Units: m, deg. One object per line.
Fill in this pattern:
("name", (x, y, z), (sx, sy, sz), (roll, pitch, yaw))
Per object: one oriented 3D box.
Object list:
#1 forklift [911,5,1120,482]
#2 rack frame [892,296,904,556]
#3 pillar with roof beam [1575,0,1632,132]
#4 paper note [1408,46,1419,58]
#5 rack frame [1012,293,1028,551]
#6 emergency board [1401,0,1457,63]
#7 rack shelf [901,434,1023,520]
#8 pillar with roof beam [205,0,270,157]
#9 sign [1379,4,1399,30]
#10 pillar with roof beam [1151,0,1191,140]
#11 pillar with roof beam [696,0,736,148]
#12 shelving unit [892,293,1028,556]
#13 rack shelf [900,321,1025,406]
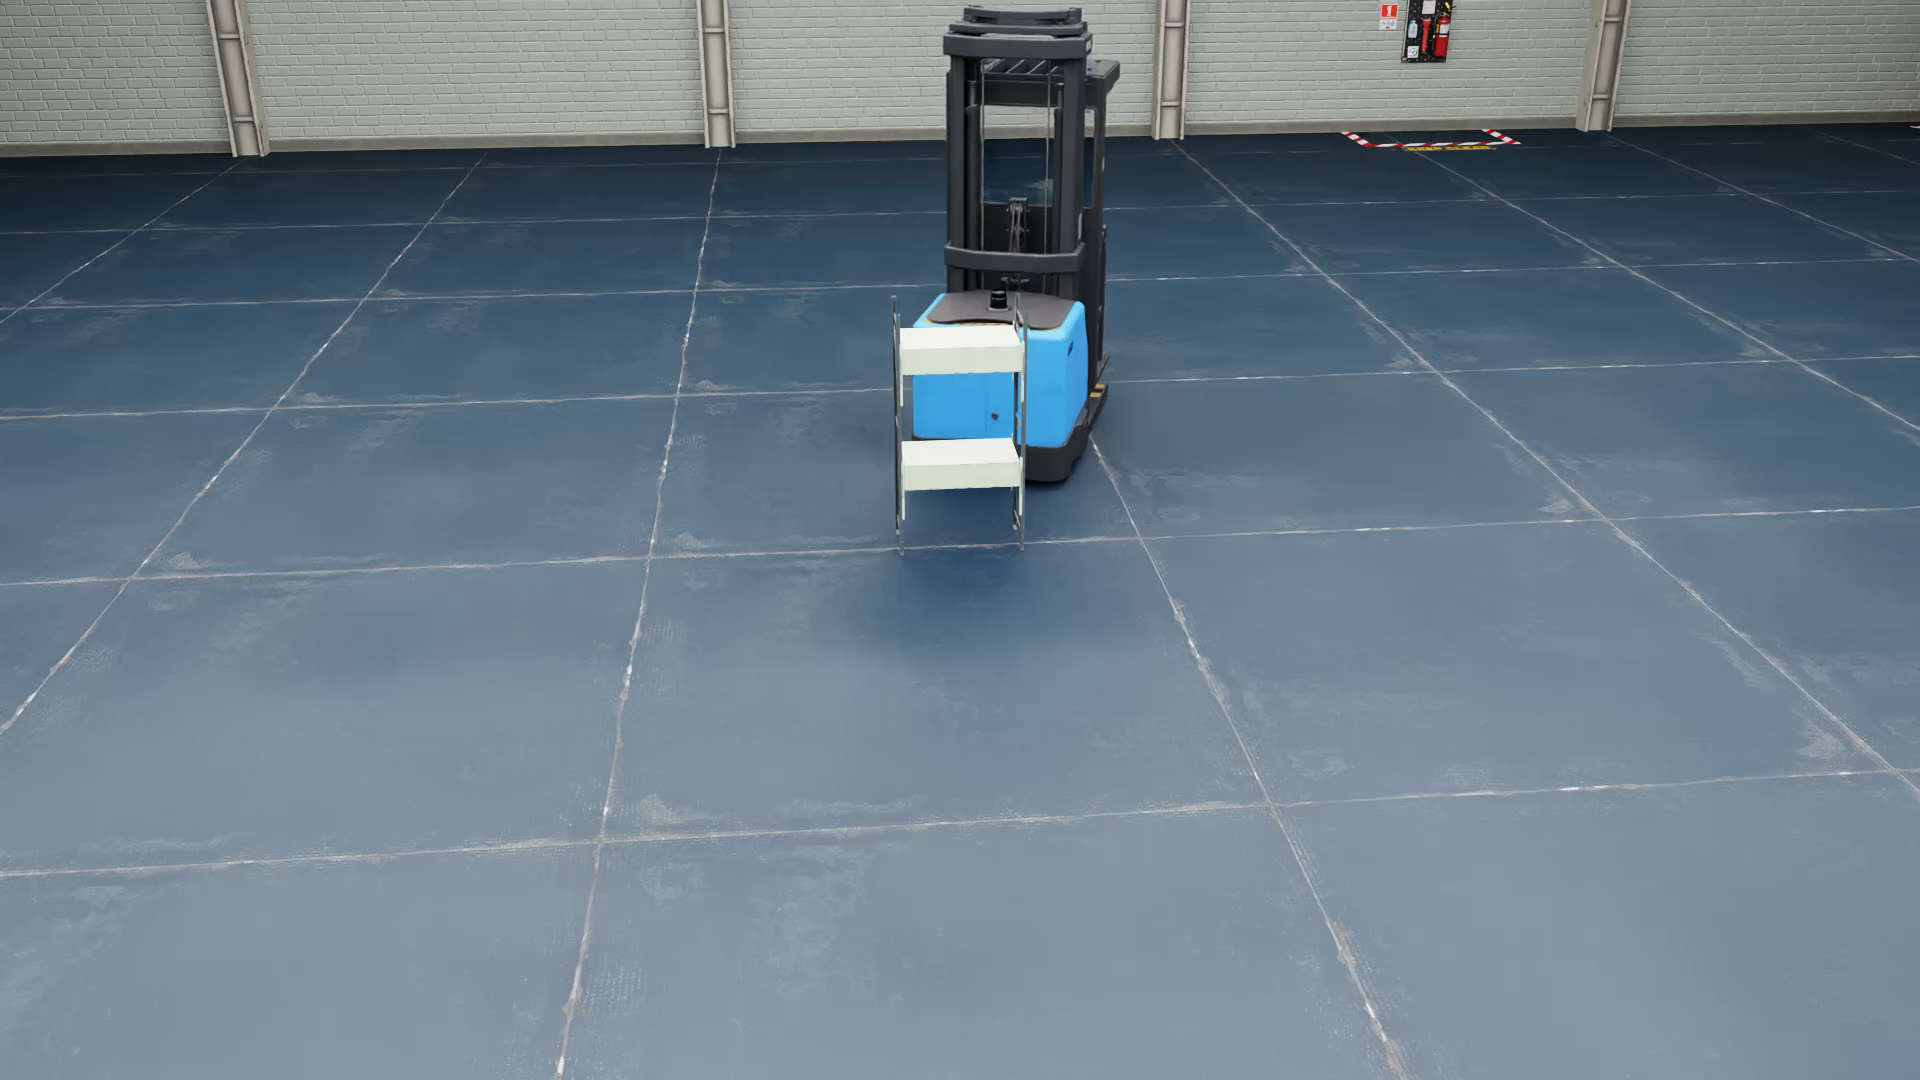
("forklift", (0.500, -2.295, 11.805), (1.130, 2.935, 3.031), (5, 24, 12))
("rack frame", (-0.371, -0.670, 9.912), (0.023, 1.500, 0.400), (-2, 24, -5))
("pillar with roof beam", (9.200, -8.070, 17.328), (0.400, 9.000, 9.100), (-2, 24, -5))
("paper note", (6.131, -6.604, 22.499), (0.142, 0.148, 0.016), (-2, 24, -5))
("rack frame", (0.358, -0.700, 9.978), (0.023, 1.500, 0.400), (-2, 24, -5))
("emergency board", (6.314, -6.986, 22.274), (0.643, 1.169, 0.194), (-2, 24, -5))
("rack shelf", (-0.007, -0.387, 10.077), (0.720, 0.370, 0.431), (-2, 24, -5))
("pillar with roof beam", (-8.712, -7.352, 15.711), (0.400, 9.000, 9.100), (-2, 24, -5))
("sign", (5.754, -7.022, 22.311), (0.234, 0.329, 0.001), (-2, 24, -5))
("pillar with roof beam", (3.229, -7.831, 16.789), (0.400, 9.000, 9.100), (-2, 24, -5))
("pillar with roof beam", (-2.741, -7.591, 16.250), (0.400, 9.000, 9.100), (-2, 24, -5))
("shelving unit", (-0.007, -0.685, 9.945), (0.755, 1.500, 0.431), (-2, 24, -5))
("rack shelf", (-0.007, -1.042, 9.786), (0.720, 0.370, 0.431), (-2, 24, -5))
